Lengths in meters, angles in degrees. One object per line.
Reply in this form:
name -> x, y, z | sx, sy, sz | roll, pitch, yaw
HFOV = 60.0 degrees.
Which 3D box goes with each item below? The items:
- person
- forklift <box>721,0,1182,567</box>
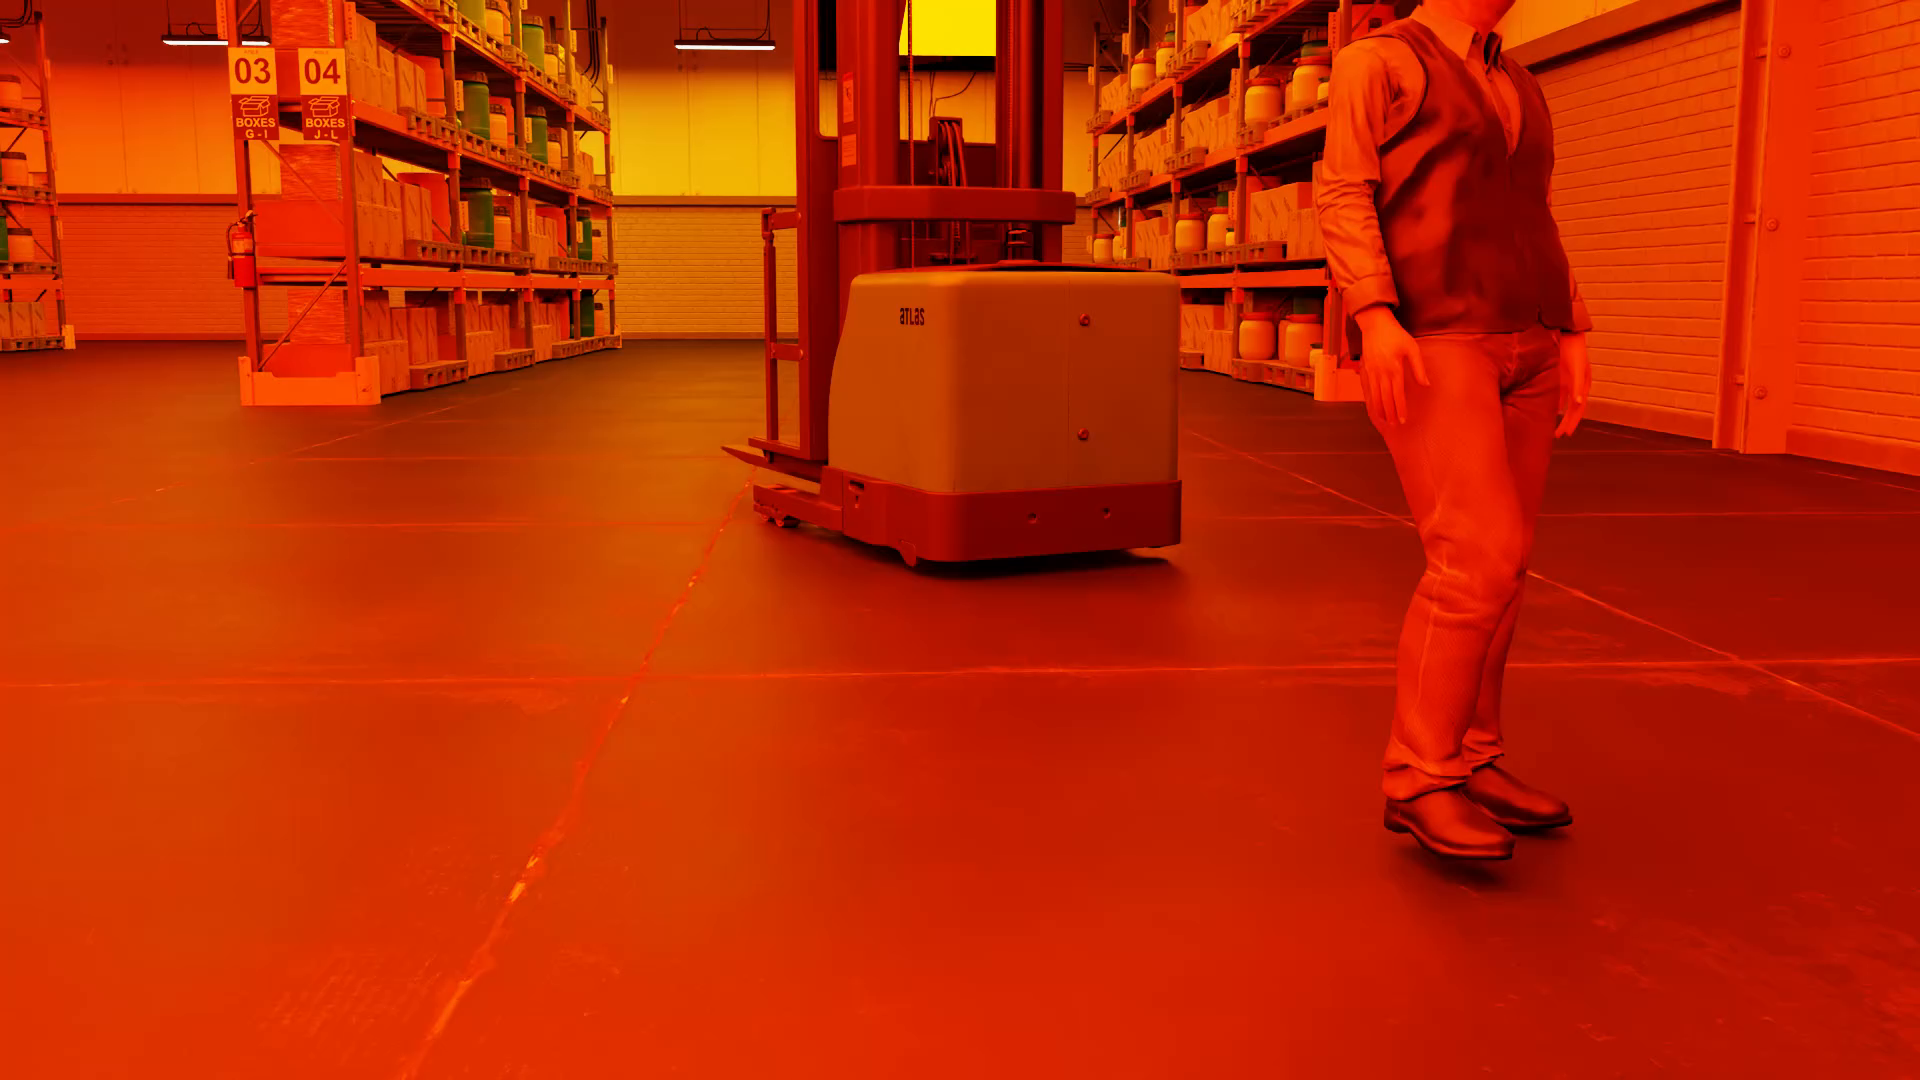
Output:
person -> 0.972, -0.320, 3.060 | 0.633, 1.718, 0.578 | -6, 10, -34
forklift -> -0.264, -1.530, 7.137 | 1.130, 2.935, 3.031 | -4, 9, -25
